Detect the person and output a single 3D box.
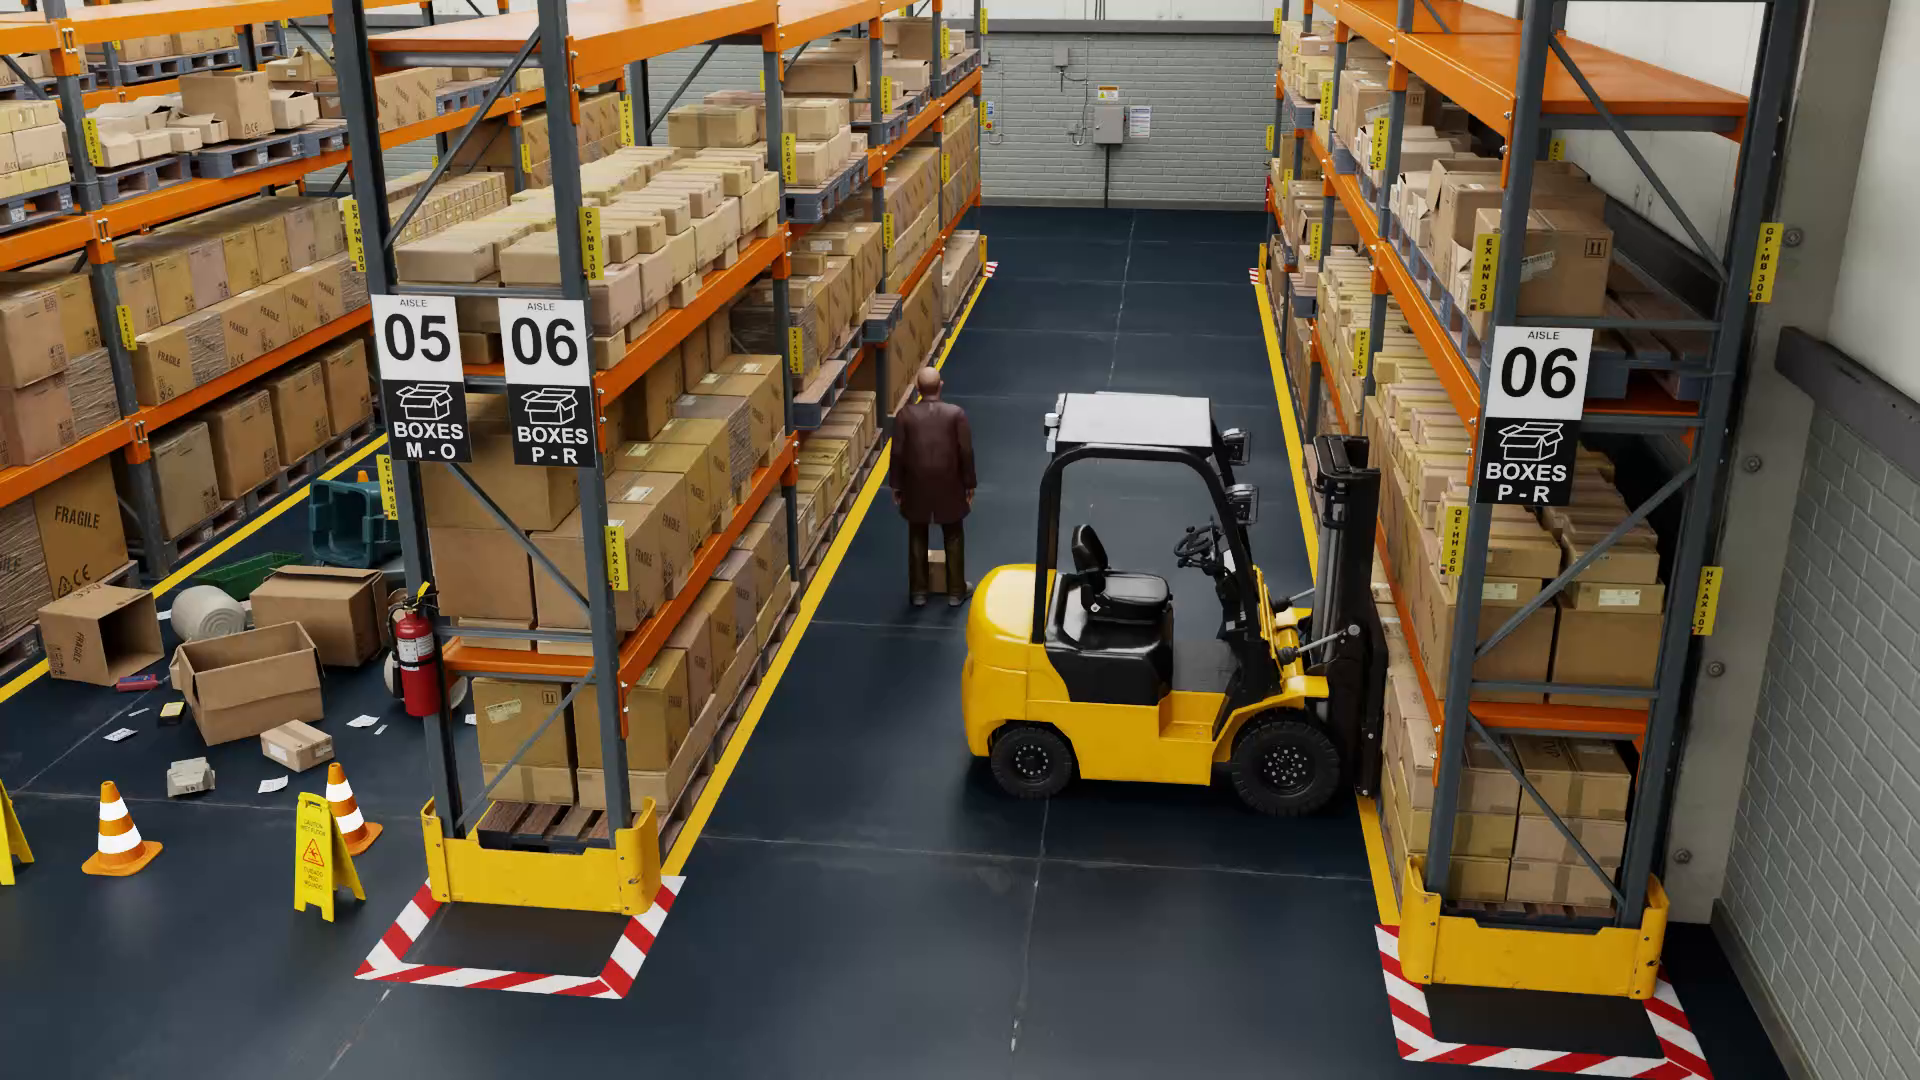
[{"bbox_3d":[-0.198,-0.388,12.124,0.644,1.772,0.433,1,21,3],"label":"person"}]
